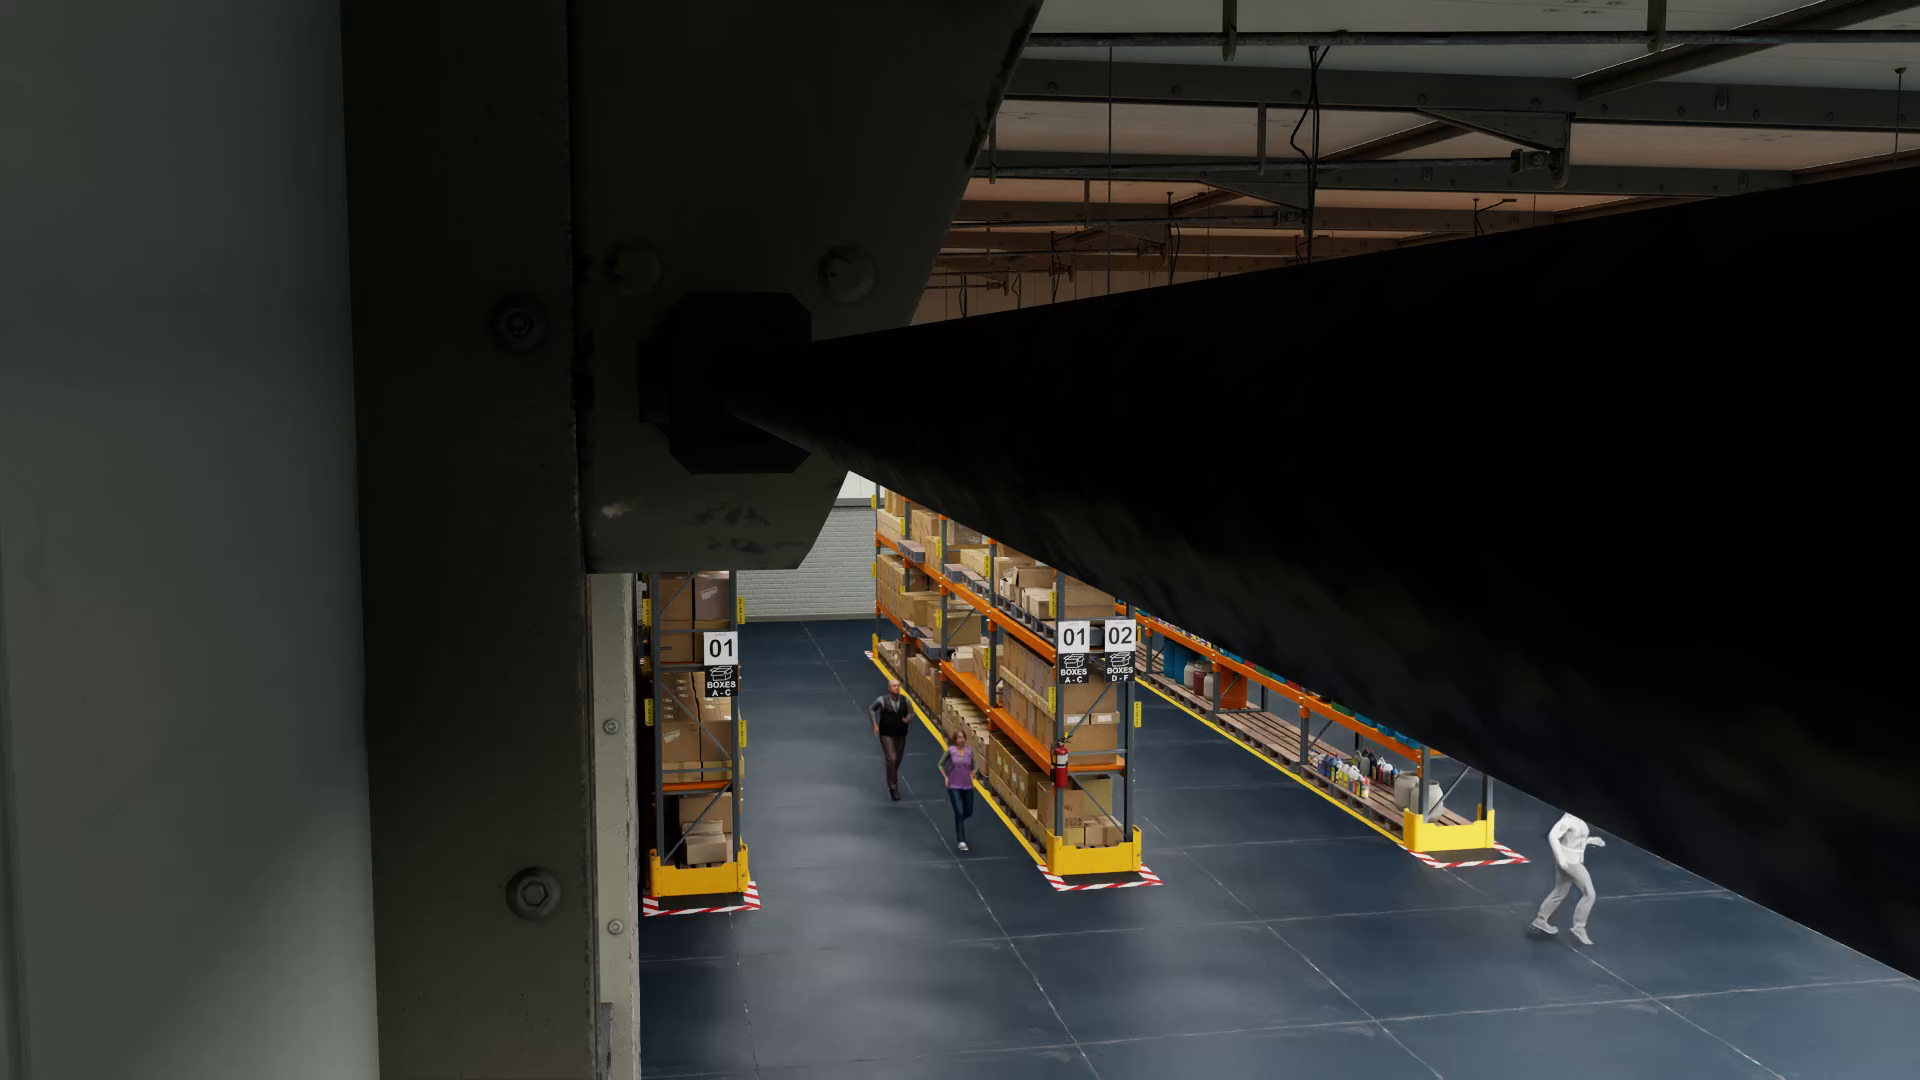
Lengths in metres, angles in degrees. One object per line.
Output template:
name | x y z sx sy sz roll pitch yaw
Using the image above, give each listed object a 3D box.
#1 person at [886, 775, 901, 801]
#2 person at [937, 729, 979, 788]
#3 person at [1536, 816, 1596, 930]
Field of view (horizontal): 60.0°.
person | -0.995 3.632 24.764 0.280 0.299 0.879 -2 6 -22
person | 0.007 2.913 21.980 0.547 0.802 0.486 -1 6 -14
person | 6.737 3.643 18.481 0.618 1.322 0.598 1 6 14
